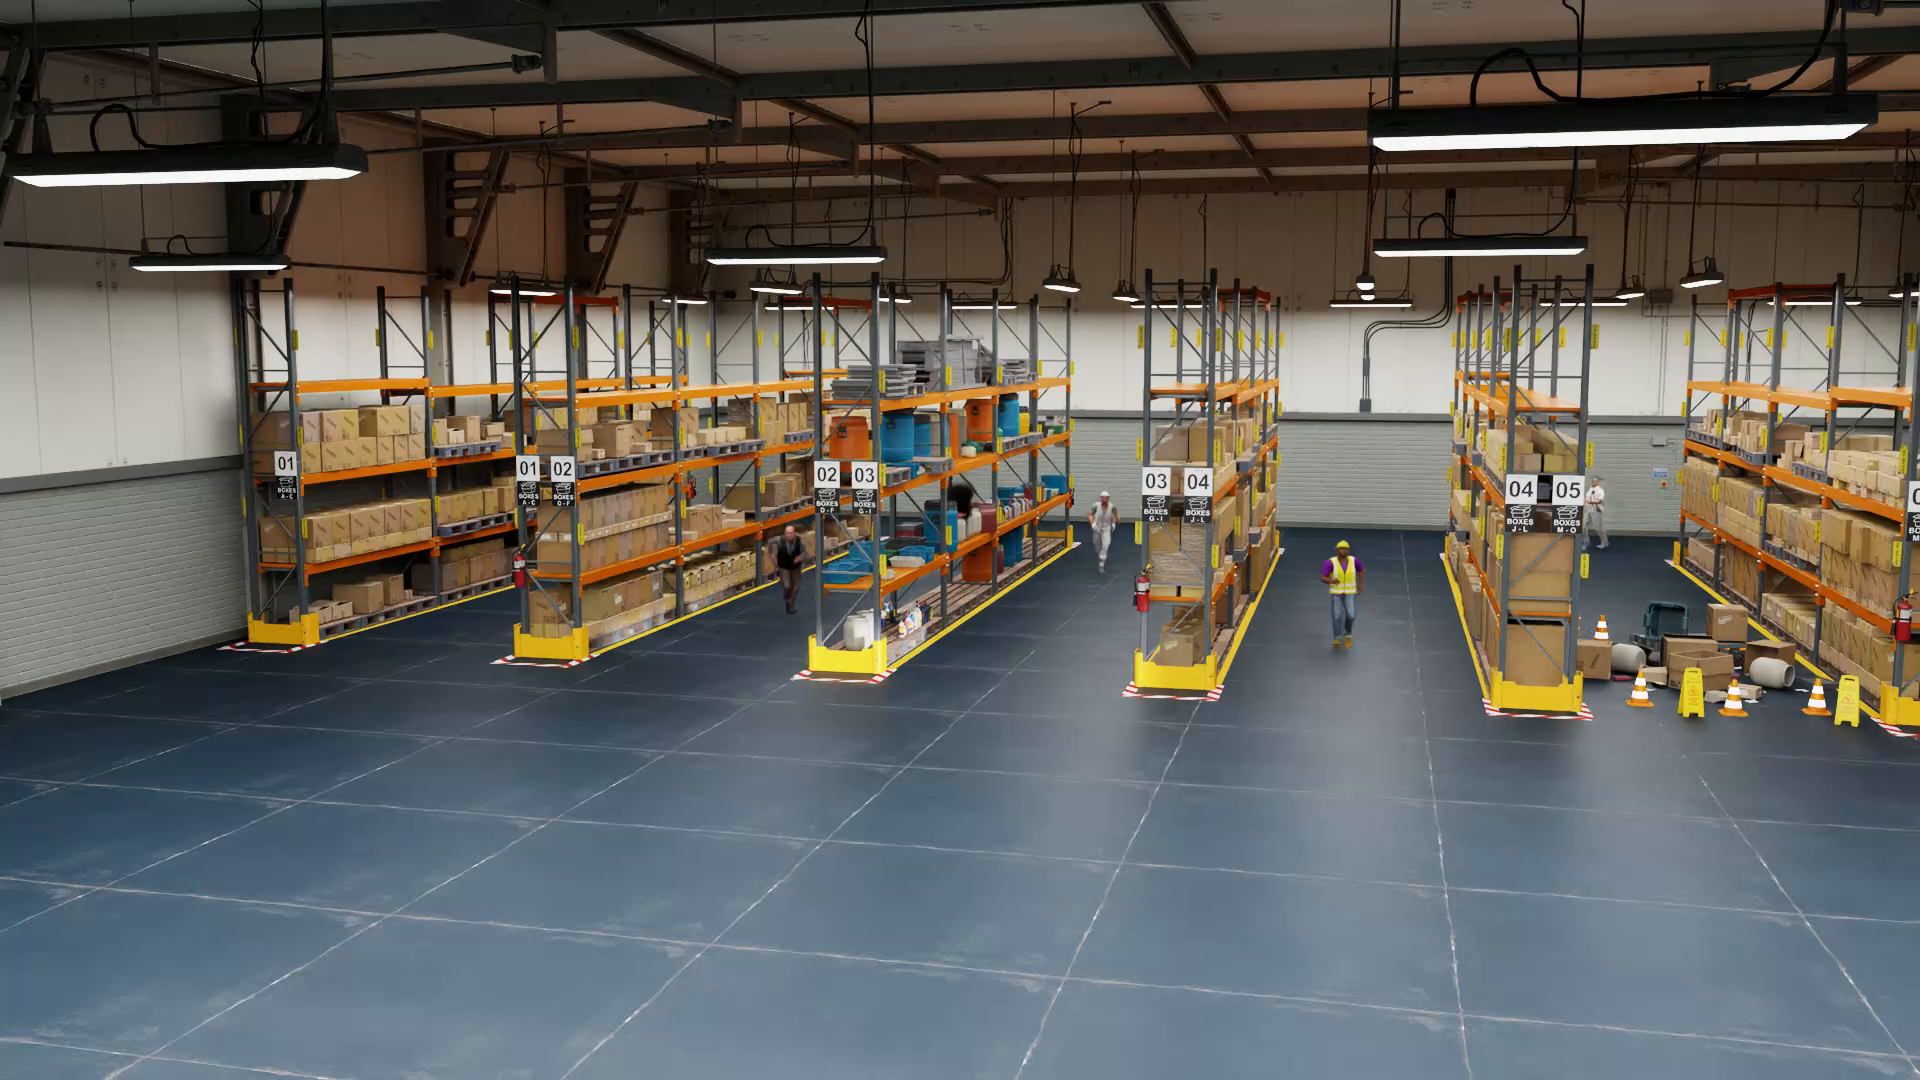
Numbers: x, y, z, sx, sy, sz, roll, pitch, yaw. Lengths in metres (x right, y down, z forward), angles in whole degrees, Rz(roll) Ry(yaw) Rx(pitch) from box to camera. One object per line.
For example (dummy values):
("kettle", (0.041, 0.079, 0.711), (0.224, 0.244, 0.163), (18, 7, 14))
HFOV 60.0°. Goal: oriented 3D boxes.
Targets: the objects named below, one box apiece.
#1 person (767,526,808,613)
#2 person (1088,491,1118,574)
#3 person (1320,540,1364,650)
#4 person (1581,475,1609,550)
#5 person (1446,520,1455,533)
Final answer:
("person", (-2.975, 0.515, 28.685), (0.684, 1.569, 0.869), (-1, 7, -9))
("person", (3.108, -0.245, 36.236), (0.659, 1.673, 1.032), (0, 7, 4))
("person", (6.211, 0.897, 27.005), (0.716, 1.779, 0.686), (1, 7, 7))
("person", (15.174, -0.635, 39.810), (0.778, 1.848, 0.632), (-2, 7, -14))
("person", (11.914, -0.552, 39.679), (0.539, 1.626, 0.578), (-2, 7, -16))
